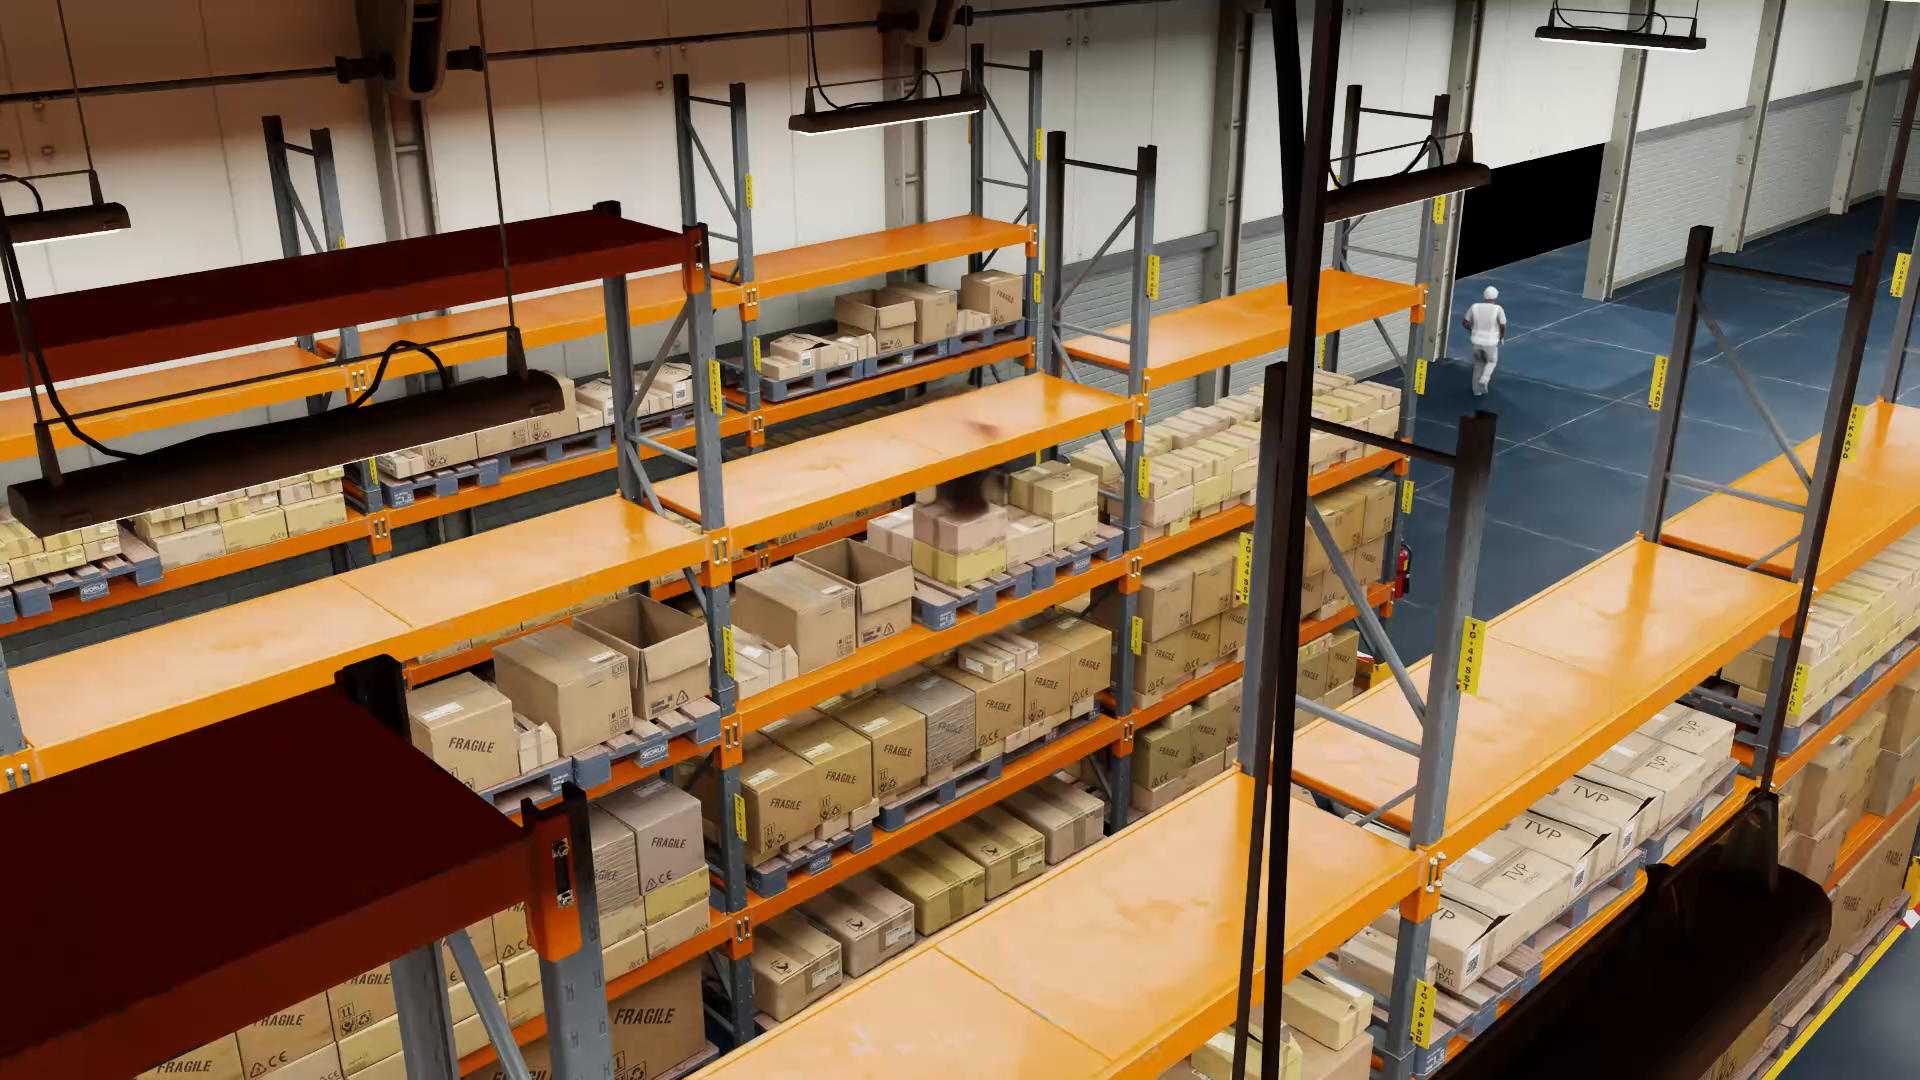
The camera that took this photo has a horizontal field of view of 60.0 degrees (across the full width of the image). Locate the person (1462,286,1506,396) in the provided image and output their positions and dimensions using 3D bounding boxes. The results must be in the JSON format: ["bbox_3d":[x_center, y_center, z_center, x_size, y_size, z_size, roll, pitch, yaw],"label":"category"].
[{"bbox_3d":[8.214,-3.113,26.116,0.699,1.749,0.591,13,26,29],"label":"person"}]
